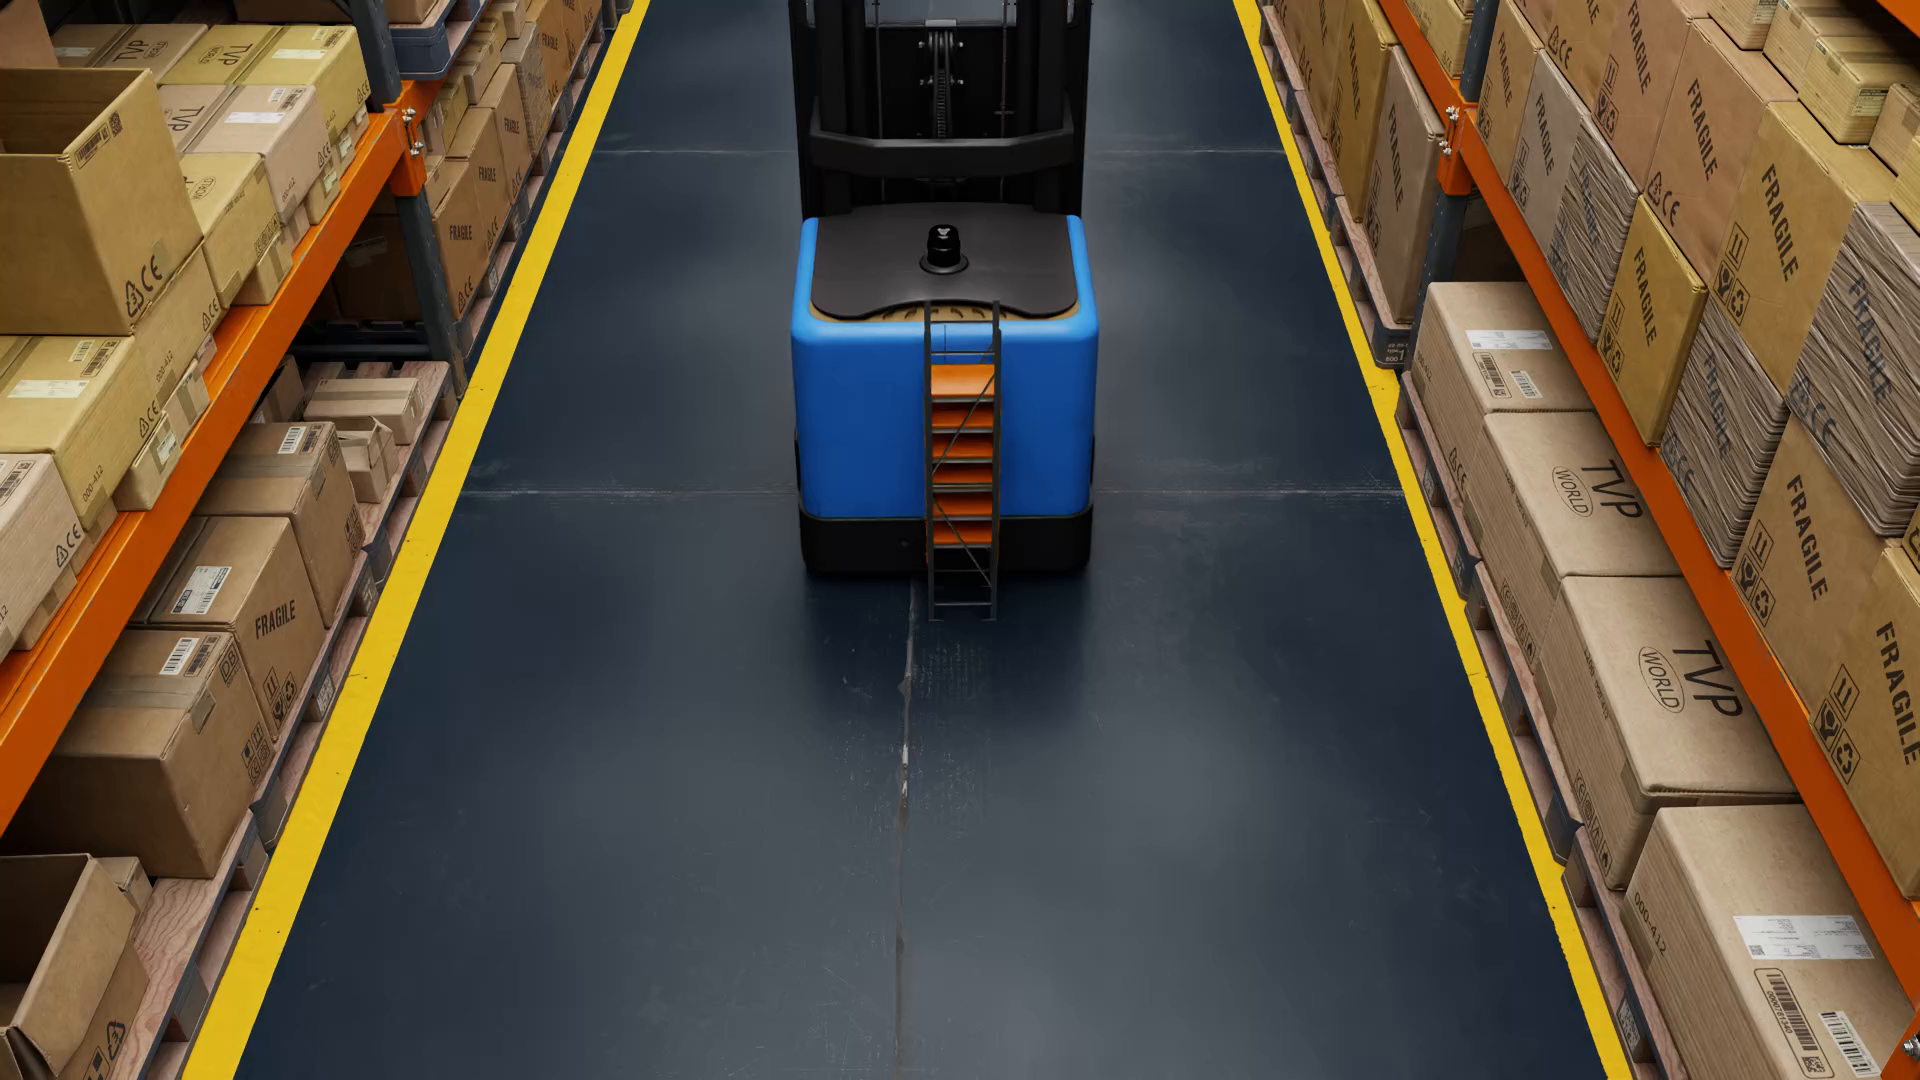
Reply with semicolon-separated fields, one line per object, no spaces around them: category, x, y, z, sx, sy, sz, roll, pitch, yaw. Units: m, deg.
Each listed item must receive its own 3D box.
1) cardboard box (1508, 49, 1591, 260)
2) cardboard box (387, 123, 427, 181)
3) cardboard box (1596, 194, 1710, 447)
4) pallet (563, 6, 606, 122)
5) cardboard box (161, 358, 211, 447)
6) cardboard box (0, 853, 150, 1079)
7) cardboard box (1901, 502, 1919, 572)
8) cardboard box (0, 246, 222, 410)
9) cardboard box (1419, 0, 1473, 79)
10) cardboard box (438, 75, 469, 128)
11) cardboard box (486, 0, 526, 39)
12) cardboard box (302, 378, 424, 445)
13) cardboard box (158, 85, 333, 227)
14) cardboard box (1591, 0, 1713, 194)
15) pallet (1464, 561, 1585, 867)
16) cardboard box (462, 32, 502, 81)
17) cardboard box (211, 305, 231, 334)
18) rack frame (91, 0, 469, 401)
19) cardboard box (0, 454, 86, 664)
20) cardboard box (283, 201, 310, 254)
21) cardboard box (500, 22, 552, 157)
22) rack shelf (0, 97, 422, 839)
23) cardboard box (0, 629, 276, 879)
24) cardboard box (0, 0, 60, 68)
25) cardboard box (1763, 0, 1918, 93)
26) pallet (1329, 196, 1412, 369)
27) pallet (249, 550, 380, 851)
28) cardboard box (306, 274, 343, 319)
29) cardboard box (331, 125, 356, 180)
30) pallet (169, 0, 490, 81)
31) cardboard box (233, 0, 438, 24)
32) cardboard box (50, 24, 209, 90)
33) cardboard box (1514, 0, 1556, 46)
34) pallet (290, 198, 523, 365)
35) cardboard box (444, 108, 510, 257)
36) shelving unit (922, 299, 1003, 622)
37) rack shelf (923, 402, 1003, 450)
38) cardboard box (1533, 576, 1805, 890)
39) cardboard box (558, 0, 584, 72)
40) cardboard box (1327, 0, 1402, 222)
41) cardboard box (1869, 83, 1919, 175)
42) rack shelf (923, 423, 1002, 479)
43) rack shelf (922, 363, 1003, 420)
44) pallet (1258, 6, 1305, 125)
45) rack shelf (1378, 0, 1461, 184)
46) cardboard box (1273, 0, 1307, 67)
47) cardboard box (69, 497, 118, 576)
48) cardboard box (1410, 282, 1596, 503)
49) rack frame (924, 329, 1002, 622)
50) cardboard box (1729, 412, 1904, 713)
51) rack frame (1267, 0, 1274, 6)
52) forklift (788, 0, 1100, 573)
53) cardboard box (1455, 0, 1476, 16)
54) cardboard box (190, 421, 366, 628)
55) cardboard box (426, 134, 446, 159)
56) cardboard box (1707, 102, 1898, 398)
cardboard box;2.108;-1.228;5.304;0.500;0.500;0.500;0;39;0
cardboard box;-2.386;-1.574;6.722;0.380;0.149;0.250;-1;39;-1
cardboard box;2.103;-0.595;4.514;0.500;0.500;0.500;1;39;1
pallet;-2.632;-2.738;9.498;1.003;0.211;1.213;0;39;0
cardboard box;-2.285;-0.368;4.512;0.380;0.149;0.250;1;39;1
cardboard box;-2.492;1.137;4.093;0.797;0.503;0.637;-1;39;-2
cardboard box;2.139;-0.027;3.005;0.500;0.500;0.500;1;39;1
cardboard box;-2.344;-0.584;4.462;0.500;0.250;0.500;-1;39;-1
cardboard box;2.120;-2.020;6.491;0.500;0.250;0.500;-1;39;-1
cardboard box;-2.428;-1.963;7.445;0.380;0.149;0.250;-1;39;-1
cardboard box;-2.368;-2.597;8.236;0.380;0.149;0.250;-2;39;-2
cardboard box;-2.296;-0.495;6.413;0.380;0.149;0.250;-1;39;-1
cardboard box;-2.331;-1.218;5.253;0.500;0.250;0.500;0;39;0
cardboard box;2.115;-1.293;4.585;0.500;0.500;0.500;1;39;1
pallet;2.300;0.531;5.419;1.003;0.211;1.213;0;39;0
cardboard box;-2.389;-2.274;7.834;0.380;0.149;0.250;1;39;2
cardboard box;-2.401;-0.684;4.906;0.380;0.149;0.250;0;39;1
rack frame;-2.591;-1.792;6.087;1.000;3.000;0.127;0;39;0
cardboard box;-2.318;0.053;3.667;0.500;0.250;0.500;0;39;0
cardboard box;-2.318;-1.005;5.307;0.380;0.149;0.250;1;39;1
cardboard box;-2.367;-2.252;8.325;0.500;0.500;0.500;-1;39;-2
rack shelf;-2.588;-0.260;4.752;1.077;0.370;4.000;0;39;0
cardboard box;-2.454;0.604;4.761;0.700;0.500;0.500;1;39;2
cardboard box;-2.855;-1.211;4.644;0.500;0.500;0.500;-1;39;-1
cardboard box;2.139;-1.165;3.907;0.380;0.149;0.250;1;39;1
pallet;2.297;-1.192;7.569;1.003;0.211;1.213;0;39;0
pallet;-2.587;0.491;5.469;1.003;0.211;1.213;0;39;0
cardboard box;-2.887;-1.287;7.121;0.500;0.500;0.500;0;39;0
cardboard box;-2.316;-1.332;5.714;0.380;0.149;0.250;1;39;1
pallet;-2.482;-2.217;6.771;1.003;0.211;1.213;0;39;0
cardboard box;-2.367;-2.297;6.302;0.700;0.500;0.500;1;39;1
cardboard box;-2.860;-1.539;5.654;0.500;0.250;0.500;0;39;-1
cardboard box;2.131;-1.929;5.379;0.500;0.500;0.500;0;39;0
pallet;-2.629;-1.212;7.594;1.003;0.211;1.213;0;39;0
cardboard box;-2.377;-1.616;7.531;0.500;0.500;0.500;-1;39;-1
shelving unit;0.007;-0.238;5.588;0.258;1.200;0.189;-1;39;-1
rack shelf;0.007;-0.391;5.465;0.258;0.103;0.180;-1;39;-1
cardboard box;2.267;0.555;4.872;0.875;0.438;0.875;1;39;1
cardboard box;-2.390;-2.904;9.139;0.500;0.500;0.500;-1;39;-1
cardboard box;2.284;-2.085;7.816;0.875;0.875;0.875;1;39;1
cardboard box;2.180;-0.844;3.506;0.380;0.149;0.250;0;39;0
rack shelf;0.007;-0.297;5.540;0.258;0.103;0.180;-1;39;-1
rack shelf;0.007;-0.484;5.390;0.258;0.103;0.180;-1;39;-1
pallet;2.294;-2.718;9.473;1.003;0.211;1.213;0;39;0
rack shelf;2.371;-2.768;7.880;1.077;0.370;4.000;0;39;0
cardboard box;2.286;-3.202;9.210;0.875;0.875;0.875;0;39;0
cardboard box;-2.339;-0.046;4.109;0.380;0.149;0.250;1;39;1
cardboard box;2.266;-0.569;6.275;0.875;0.438;0.875;-1;39;-1
rack frame;0.009;-0.181;5.516;0.240;1.200;0.006;-1;39;-1
cardboard box;2.127;0.049;3.710;0.500;0.500;0.500;-1;39;-1
rack frame;2.368;-4.299;9.216;1.000;3.000;0.127;0;39;0
forklift;-0.076;-1.921;6.303;1.130;2.935;3.031;-1;39;-1
cardboard box;2.129;-2.210;6.329;0.500;0.250;0.500;0;39;0
cardboard box;-2.455;-0.045;5.571;0.700;0.500;0.500;-1;39;-2
cardboard box;-2.403;-1.631;7.031;0.380;0.149;0.250;-1;39;-1
cardboard box;2.112;-0.663;3.799;0.500;0.500;0.500;0;39;0
